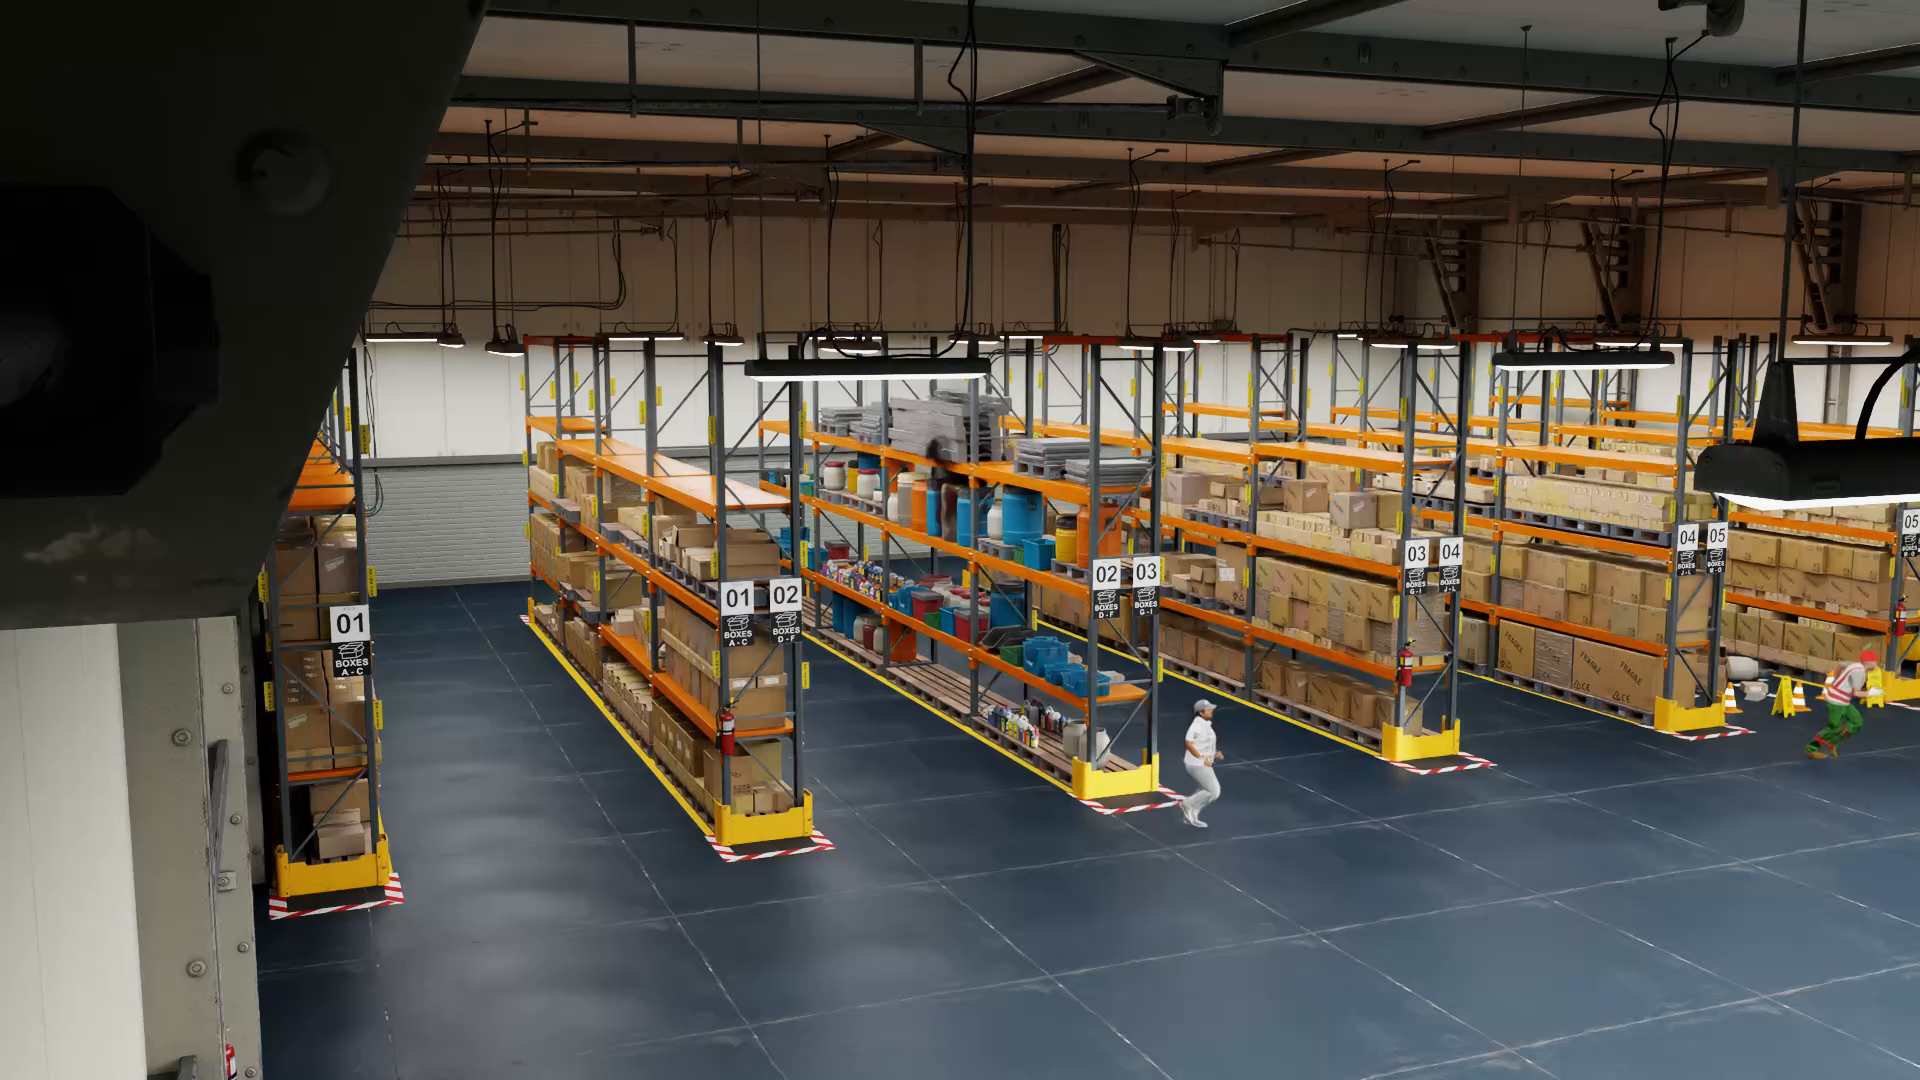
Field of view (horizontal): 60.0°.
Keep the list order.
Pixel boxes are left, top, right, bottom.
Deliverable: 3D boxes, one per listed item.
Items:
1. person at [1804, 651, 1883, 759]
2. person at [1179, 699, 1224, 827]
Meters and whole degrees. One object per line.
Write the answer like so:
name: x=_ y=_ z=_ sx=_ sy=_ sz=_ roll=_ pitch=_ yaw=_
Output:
person: x=12.687 y=2.352 z=23.855 sx=0.937 sy=1.619 sz=0.700 roll=4 pitch=8 yaw=25
person: x=3.015 y=2.793 z=20.749 sx=0.520 sy=1.631 sz=0.575 roll=2 pitch=8 yaw=15
